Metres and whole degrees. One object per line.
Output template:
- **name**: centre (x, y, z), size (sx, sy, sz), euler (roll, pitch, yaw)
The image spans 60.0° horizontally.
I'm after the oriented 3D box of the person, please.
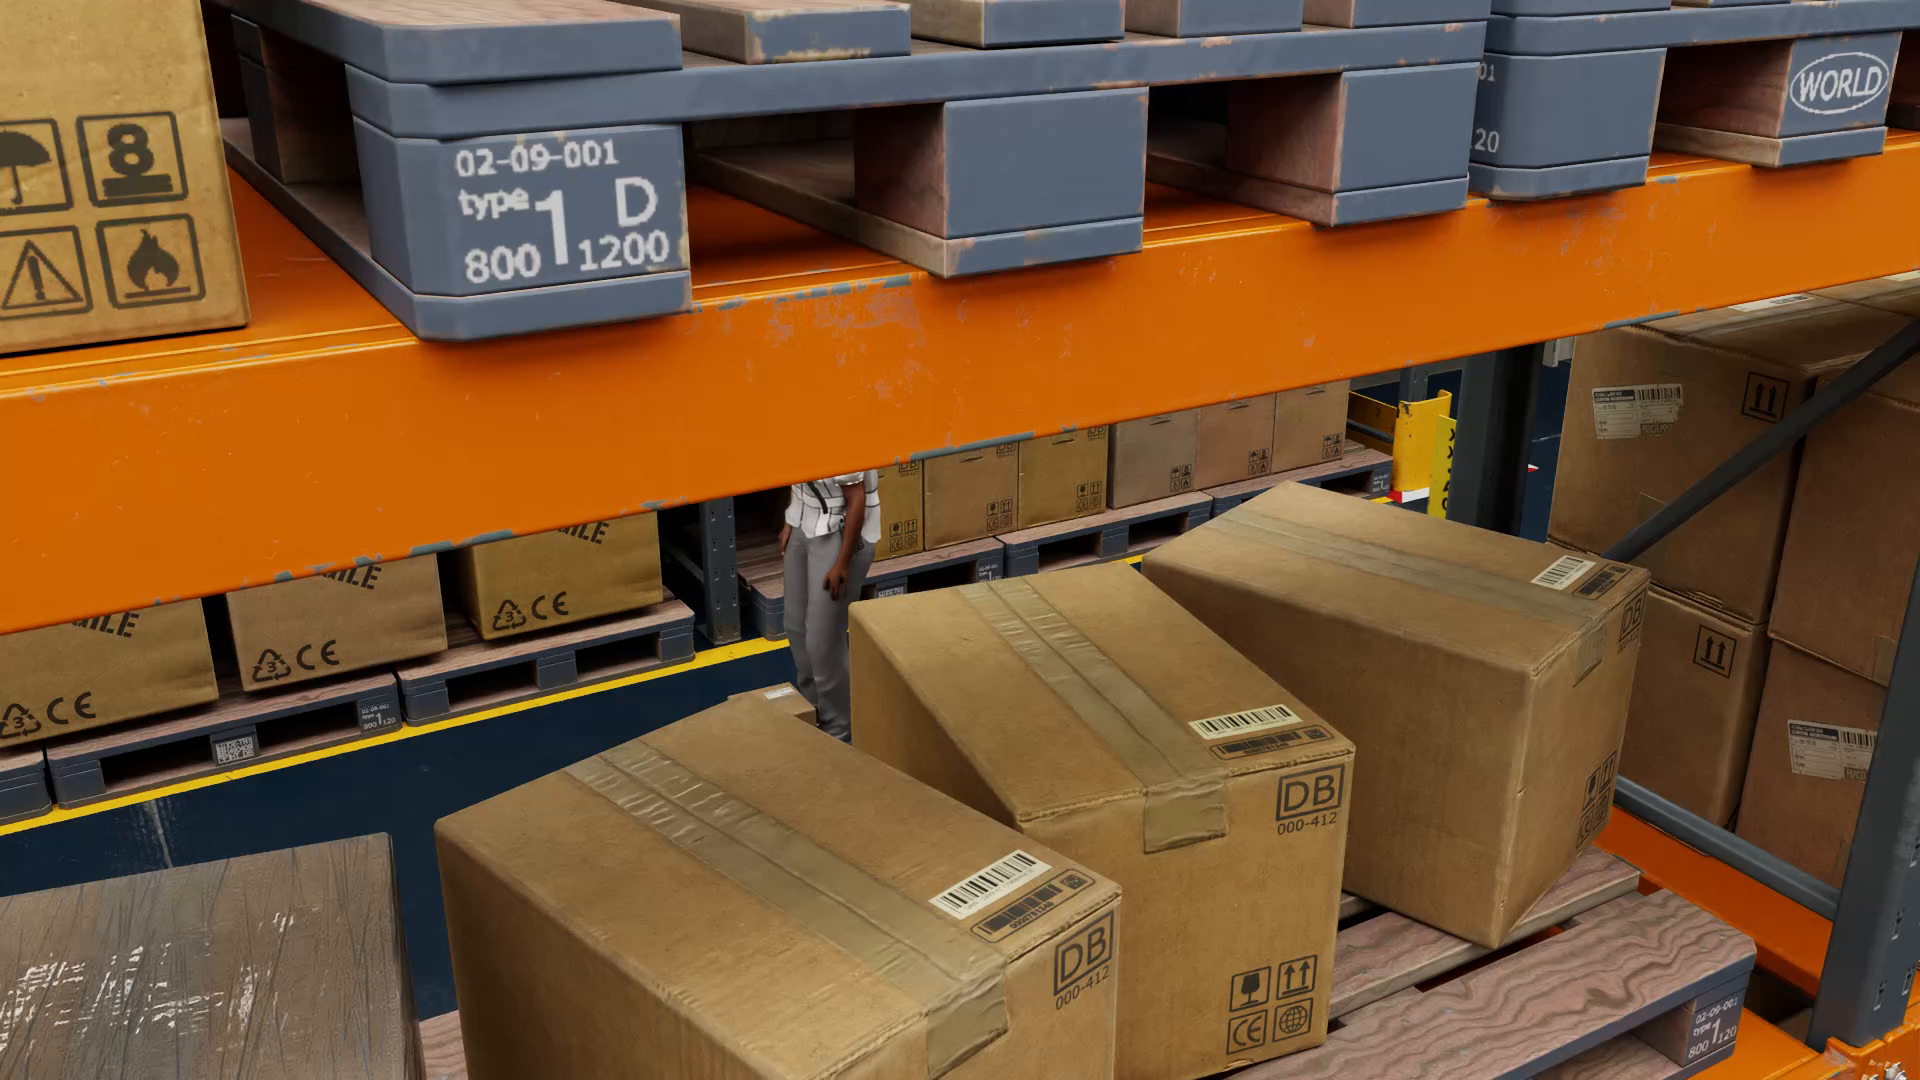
- **person**: centre (-0.514, 0.015, 6.051), size (0.416, 1.659, 0.505), euler (-12, 25, -28)
